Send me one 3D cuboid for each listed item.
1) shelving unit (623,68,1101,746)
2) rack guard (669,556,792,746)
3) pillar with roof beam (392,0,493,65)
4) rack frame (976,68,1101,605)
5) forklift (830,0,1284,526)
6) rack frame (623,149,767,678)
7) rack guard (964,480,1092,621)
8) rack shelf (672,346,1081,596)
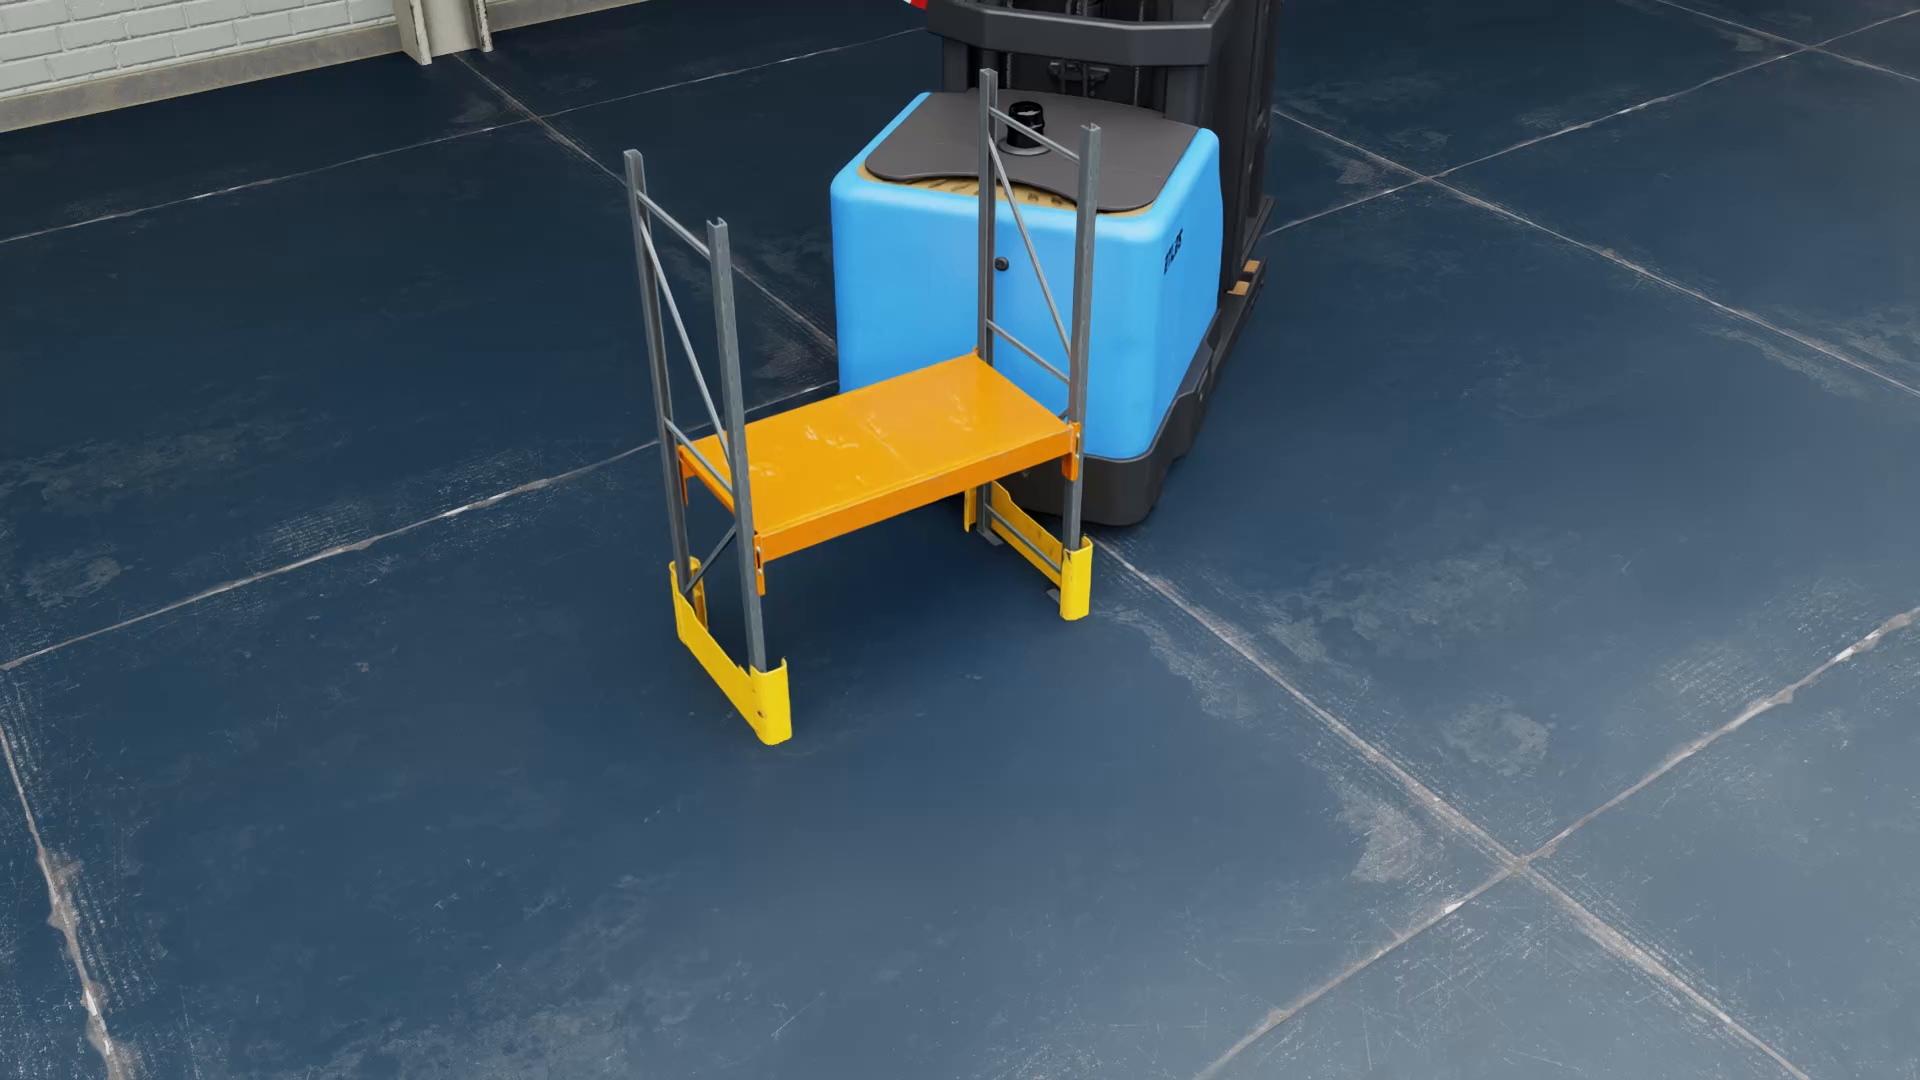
[{"bbox_3d":[-0.222,-0.364,4.472,1.083,1.500,0.587,-21,41,-26],"label":"shelving unit"},{"bbox_3d":[-0.641,0.301,4.618,0.087,0.250,0.587,-21,41,-26],"label":"rack guard"},{"bbox_3d":[-0.264,-4.225,3.417,0.400,9.000,9.100,-22,41,-28],"label":"pillar with roof beam"},{"bbox_3d":[0.199,-0.521,4.691,0.032,1.500,0.500,-21,41,-26],"label":"rack frame"},{"bbox_3d":[0.569,-2.093,5.649,1.130,2.935,3.031,12,37,16],"label":"forklift"},{"bbox_3d":[-0.657,-0.201,4.245,0.032,1.500,0.500,-21,41,-26],"label":"rack frame"},{"bbox_3d":[0.198,-0.014,5.055,0.087,0.250,0.587,-21,41,-26],"label":"rack guard"},{"bbox_3d":[-0.229,-0.215,4.573,1.000,0.185,0.538,-21,41,-26],"label":"rack shelf"}]
